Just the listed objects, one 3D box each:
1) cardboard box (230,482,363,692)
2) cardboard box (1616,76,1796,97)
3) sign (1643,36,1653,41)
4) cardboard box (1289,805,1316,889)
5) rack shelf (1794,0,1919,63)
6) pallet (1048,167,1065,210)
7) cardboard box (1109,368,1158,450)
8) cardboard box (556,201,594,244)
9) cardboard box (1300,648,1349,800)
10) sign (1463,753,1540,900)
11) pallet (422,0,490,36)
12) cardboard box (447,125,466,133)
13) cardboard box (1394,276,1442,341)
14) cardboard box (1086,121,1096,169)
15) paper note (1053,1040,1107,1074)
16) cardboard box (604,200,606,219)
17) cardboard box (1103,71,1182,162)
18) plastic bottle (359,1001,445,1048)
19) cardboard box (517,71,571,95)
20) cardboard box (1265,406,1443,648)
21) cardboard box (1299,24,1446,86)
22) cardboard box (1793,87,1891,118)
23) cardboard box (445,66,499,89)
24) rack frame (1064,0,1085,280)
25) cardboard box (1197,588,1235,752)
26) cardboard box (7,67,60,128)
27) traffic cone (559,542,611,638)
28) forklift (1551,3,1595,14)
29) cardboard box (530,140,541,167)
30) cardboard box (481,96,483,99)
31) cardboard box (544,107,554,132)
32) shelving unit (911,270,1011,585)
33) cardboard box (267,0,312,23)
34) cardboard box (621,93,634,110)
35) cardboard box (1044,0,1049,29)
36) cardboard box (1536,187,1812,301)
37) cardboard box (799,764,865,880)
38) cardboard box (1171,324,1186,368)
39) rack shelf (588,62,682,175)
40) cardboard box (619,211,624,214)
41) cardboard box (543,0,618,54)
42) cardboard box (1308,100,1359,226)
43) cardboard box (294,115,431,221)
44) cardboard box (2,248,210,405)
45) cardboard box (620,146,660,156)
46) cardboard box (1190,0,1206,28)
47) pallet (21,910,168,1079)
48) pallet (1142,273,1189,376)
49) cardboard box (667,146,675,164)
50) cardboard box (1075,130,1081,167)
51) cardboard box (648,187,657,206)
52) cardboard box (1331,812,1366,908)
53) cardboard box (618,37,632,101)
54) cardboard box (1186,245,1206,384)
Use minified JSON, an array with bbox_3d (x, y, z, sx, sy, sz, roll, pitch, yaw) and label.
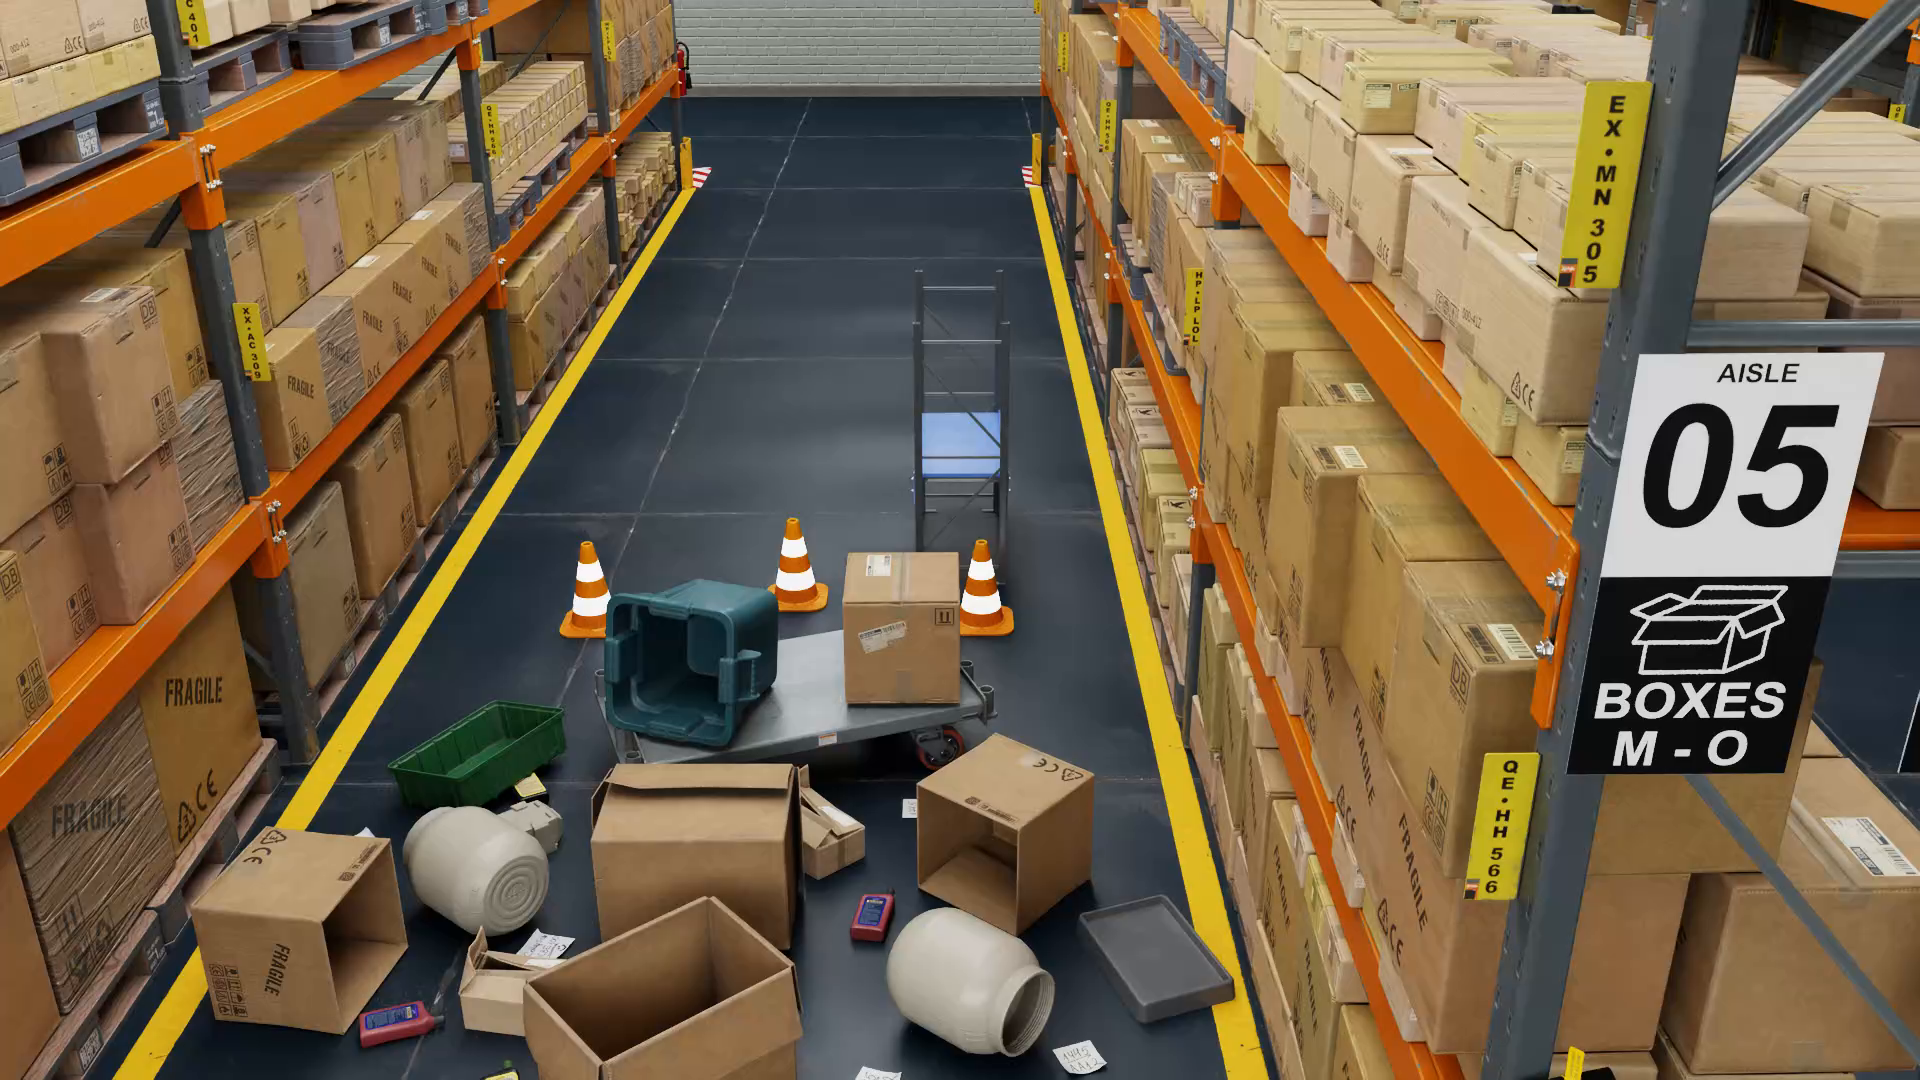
[{"bbox_3d":[-3.518,0.212,7.861,1.050,0.750,0.750,0,24,-1],"label":"cardboard box"},{"bbox_3d":[1.864,-1.065,4.162,0.380,0.149,0.250,0,24,1],"label":"cardboard box"},{"bbox_3d":[5.861,-4.139,14.211,0.100,0.325,0.005,0,24,-1],"label":"sign"},{"bbox_3d":[1.230,0.951,5.138,0.380,0.149,0.250,1,24,2],"label":"cardboard box"},{"bbox_3d":[6.426,-3.965,12.110,1.077,0.370,4.000,0,24,-1],"label":"rack shelf"},{"bbox_3d":[1.484,-3.775,17.841,1.003,0.211,1.213,0,24,-1],"label":"pallet"},{"bbox_3d":[1.480,-0.839,10.645,0.950,0.372,0.625,-2,24,-4],"label":"cardboard box"},{"bbox_3d":[-3.255,-2.539,13.337,0.500,0.250,0.500,1,24,2],"label":"cardboard box"},{"bbox_3d":[1.287,0.402,4.738,0.500,0.500,0.500,0,24,-1],"label":"cardboard box"},{"bbox_3d":[1.016,0.541,3.125,0.100,0.325,0.005,0,24,-1],"label":"sign"},{"bbox_3d":[-3.404,-3.030,9.398,1.213,0.211,1.003,1,24,2],"label":"pallet"},{"bbox_3d":[-3.281,-2.664,11.074,0.380,0.149,0.250,-1,24,-2],"label":"cardboard box"},{"bbox_3d":[1.297,-0.599,4.099,0.380,0.149,0.250,0,24,-1],"label":"cardboard box"},{"bbox_3d":[1.190,-2.858,12.005,0.500,0.250,0.500,-1,24,-2],"label":"cardboard box"},{"bbox_3d":[0.416,1.789,5.757,0.142,0.019,0.148,-9,26,-19],"label":"paper note"},{"bbox_3d":[-3.305,-2.969,14.902,0.380,0.149,0.250,1,24,2],"label":"cardboard box"},{"bbox_3d":[1.217,-2.791,10.947,0.500,0.500,0.500,-1,24,-2],"label":"cardboard box"},{"bbox_3d":[-1.978,1.708,5.898,0.283,0.061,0.133,-9,26,-19],"label":"plastic bottle"},{"bbox_3d":[-3.304,-3.629,13.207,0.380,0.149,0.250,-1,24,-2],"label":"cardboard box"},{"bbox_3d":[1.241,-0.046,4.516,0.700,0.500,0.500,-1,24,-1],"label":"cardboard box"},{"bbox_3d":[1.260,-1.488,5.097,0.380,0.149,0.250,-1,24,-2],"label":"cardboard box"},{"bbox_3d":[6.245,-3.012,12.135,0.797,0.503,0.637,-1,24,-2],"label":"cardboard box"},{"bbox_3d":[-3.955,-3.731,13.433,0.380,0.149,0.250,0,24,1],"label":"cardboard box"},{"bbox_3d":[1.441,-3.726,14.349,1.000,3.000,0.127,0,24,-1],"label":"rack frame"},{"bbox_3d":[1.264,0.534,6.846,0.500,0.500,0.500,1,24,2],"label":"cardboard box"},{"bbox_3d":[-3.087,-1.391,5.219,0.380,0.149,0.250,0,24,0],"label":"cardboard box"},{"bbox_3d":[-1.926,0.230,8.679,0.336,0.463,0.334,0,24,-1],"label":"traffic cone"},{"bbox_3d":[3.046,-1.392,9.271,1.130,2.935,3.031,0,24,0],"label":"forklift"},{"bbox_3d":[-3.284,-2.823,12.146,0.380,0.149,0.250,0,24,0],"label":"cardboard box"},{"bbox_3d":[-3.952,-3.390,13.040,0.380,0.149,0.250,-1,24,-3],"label":"cardboard box"},{"bbox_3d":[-3.288,-3.169,12.550,0.380,0.149,0.250,0,24,0],"label":"cardboard box"},{"bbox_3d":[0.001,-0.648,9.363,0.538,1.500,1.048,0,24,-1],"label":"shelving unit"},{"bbox_3d":[-3.176,-2.434,7.525,0.380,0.149,0.250,0,24,-1],"label":"cardboard box"},{"bbox_3d":[-3.251,-4.098,15.476,0.380,0.149,0.250,0,24,0],"label":"cardboard box"},{"bbox_3d":[1.130,-5.464,16.856,0.500,0.500,0.500,-1,24,-2],"label":"cardboard box"},{"bbox_3d":[1.273,-0.535,2.991,0.380,0.149,0.250,0,24,0],"label":"cardboard box"},{"bbox_3d":[-0.609,1.161,6.860,0.258,0.266,0.396,-19,31,-36],"label":"cardboard box"},{"bbox_3d":[1.222,-0.932,7.967,0.380,0.149,0.250,-1,24,-1],"label":"cardboard box"},{"bbox_3d":[-3.530,-4.159,16.178,1.077,0.370,4.000,0,24,-1],"label":"rack shelf"},{"bbox_3d":[-3.285,-2.945,15.211,0.380,0.149,0.250,0,24,0],"label":"cardboard box"},{"bbox_3d":[-3.269,-4.486,14.334,0.500,0.500,0.500,0,24,1],"label":"cardboard box"},{"bbox_3d":[1.274,-1.054,4.622,0.500,0.250,0.500,0,24,0],"label":"cardboard box"},{"bbox_3d":[-3.463,-2.122,9.467,0.700,0.500,0.500,-1,24,-1],"label":"cardboard box"},{"bbox_3d":[-3.451,-0.774,6.329,0.875,0.550,0.550,0,24,-1],"label":"cardboard box"},{"bbox_3d":[-3.278,-3.940,17.050,0.380,0.149,0.250,-1,24,-3],"label":"cardboard box"},{"bbox_3d":[1.372,-2.578,7.843,0.500,0.250,0.500,0,24,0],"label":"cardboard box"},{"bbox_3d":[-3.475,1.722,5.686,1.003,0.211,1.213,0,24,-1],"label":"pallet"},{"bbox_3d":[1.547,-1.175,8.941,1.003,0.211,1.213,0,24,-1],"label":"pallet"},{"bbox_3d":[-3.261,-4.122,17.814,0.380,0.149,0.250,-1,24,-2],"label":"cardboard box"},{"bbox_3d":[1.178,-3.051,13.038,0.500,0.250,0.500,0,24,-1],"label":"cardboard box"},{"bbox_3d":[-3.253,-3.453,16.695,0.380,0.149,0.250,0,24,0],"label":"cardboard box"},{"bbox_3d":[1.225,0.864,4.504,0.380,0.149,0.250,0,24,0],"label":"cardboard box"},{"bbox_3d":[-3.274,-4.253,15.031,0.500,0.500,0.500,0,24,-1],"label":"cardboard box"},{"bbox_3d":[1.293,-0.992,7.311,0.500,0.500,0.500,-1,24,-2],"label":"cardboard box"}]
